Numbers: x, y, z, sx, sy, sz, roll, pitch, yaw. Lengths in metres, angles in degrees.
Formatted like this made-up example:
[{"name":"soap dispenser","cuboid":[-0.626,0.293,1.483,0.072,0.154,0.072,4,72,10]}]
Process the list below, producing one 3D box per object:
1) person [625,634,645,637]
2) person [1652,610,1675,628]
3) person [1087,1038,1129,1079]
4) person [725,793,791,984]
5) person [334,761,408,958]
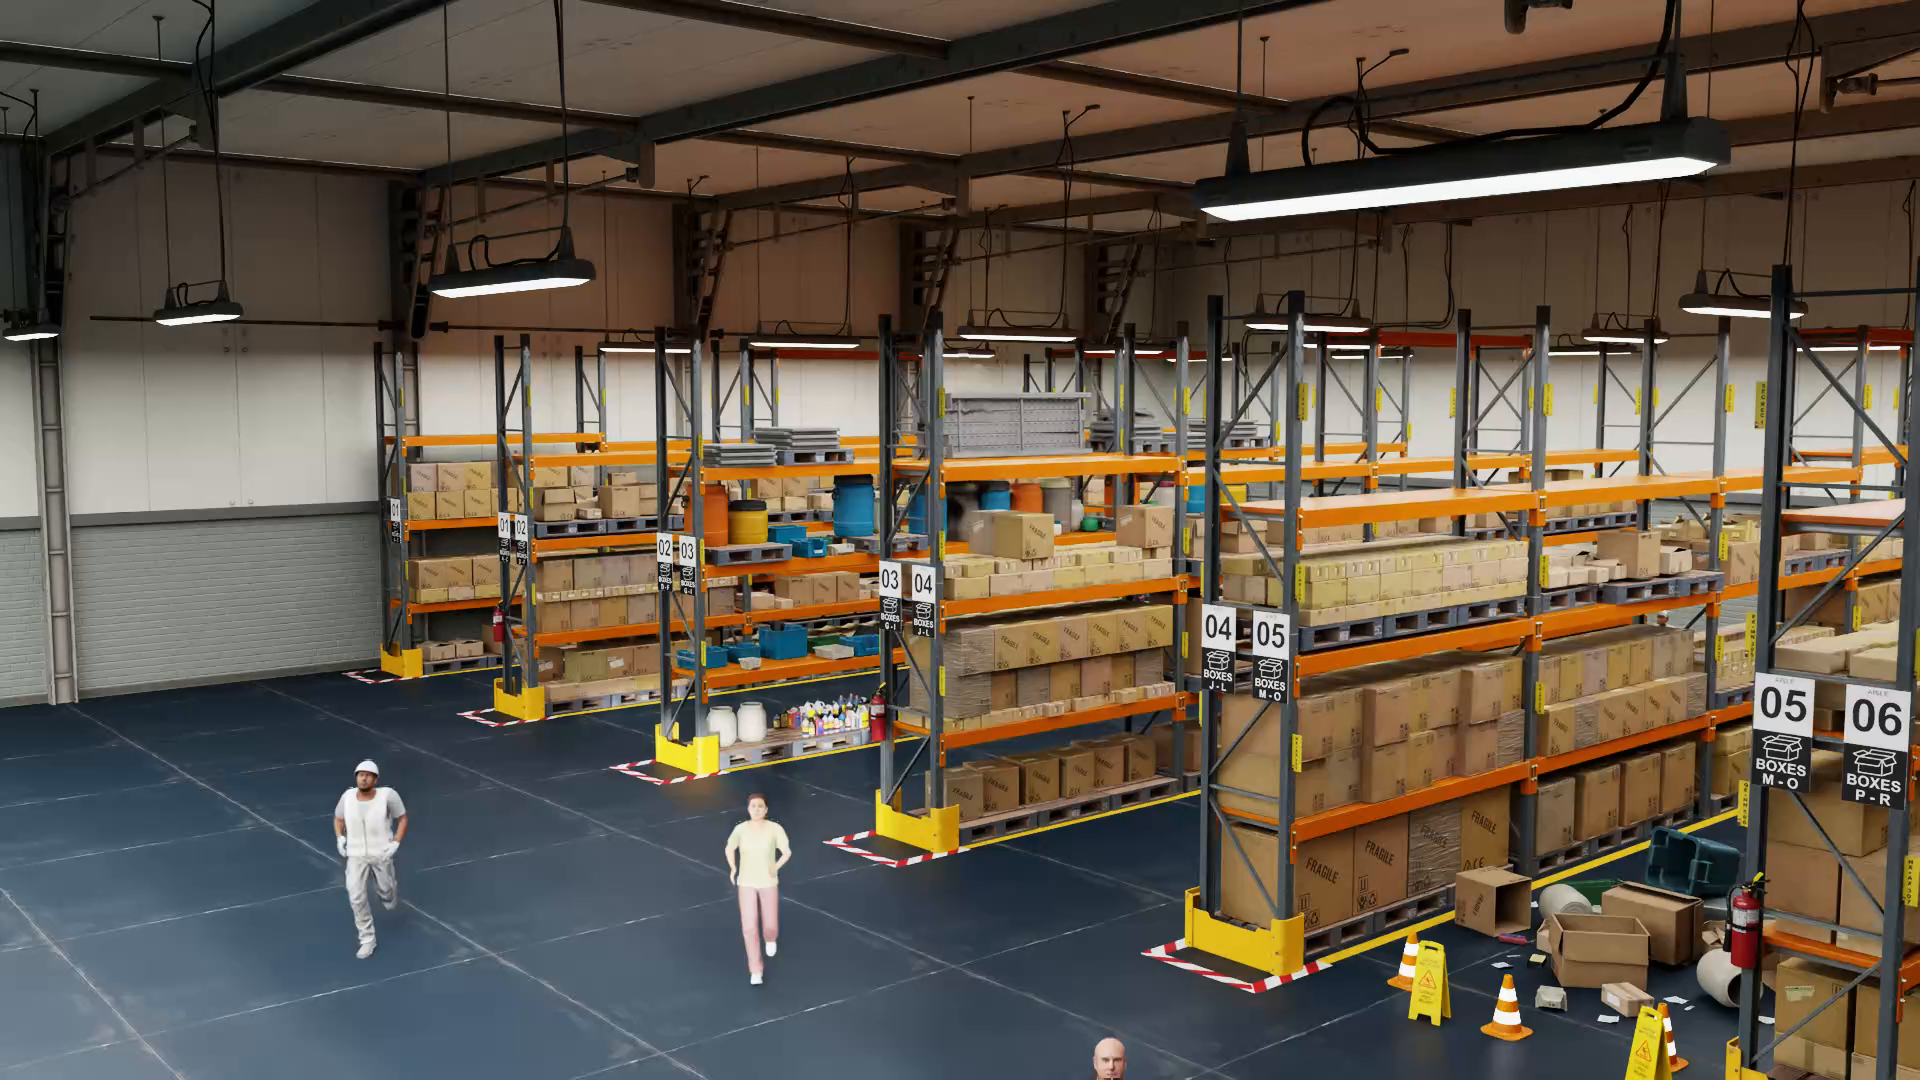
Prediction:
[{"name":"person","cuboid":[-5.769,1.601,29.478,0.662,1.716,0.968,5,7,41]},{"name":"person","cuboid":[11.193,1.928,26.620,0.657,1.634,0.672,4,6,35]},{"name":"person","cuboid":[0.807,3.520,9.014,0.660,1.691,0.670,0,5,4]},{"name":"person","cuboid":[-1.782,3.022,14.636,0.584,1.624,0.703,0,5,-2]},{"name":"person","cuboid":[-5.485,2.911,15.476,0.678,1.745,0.875,-1,5,-10]}]
